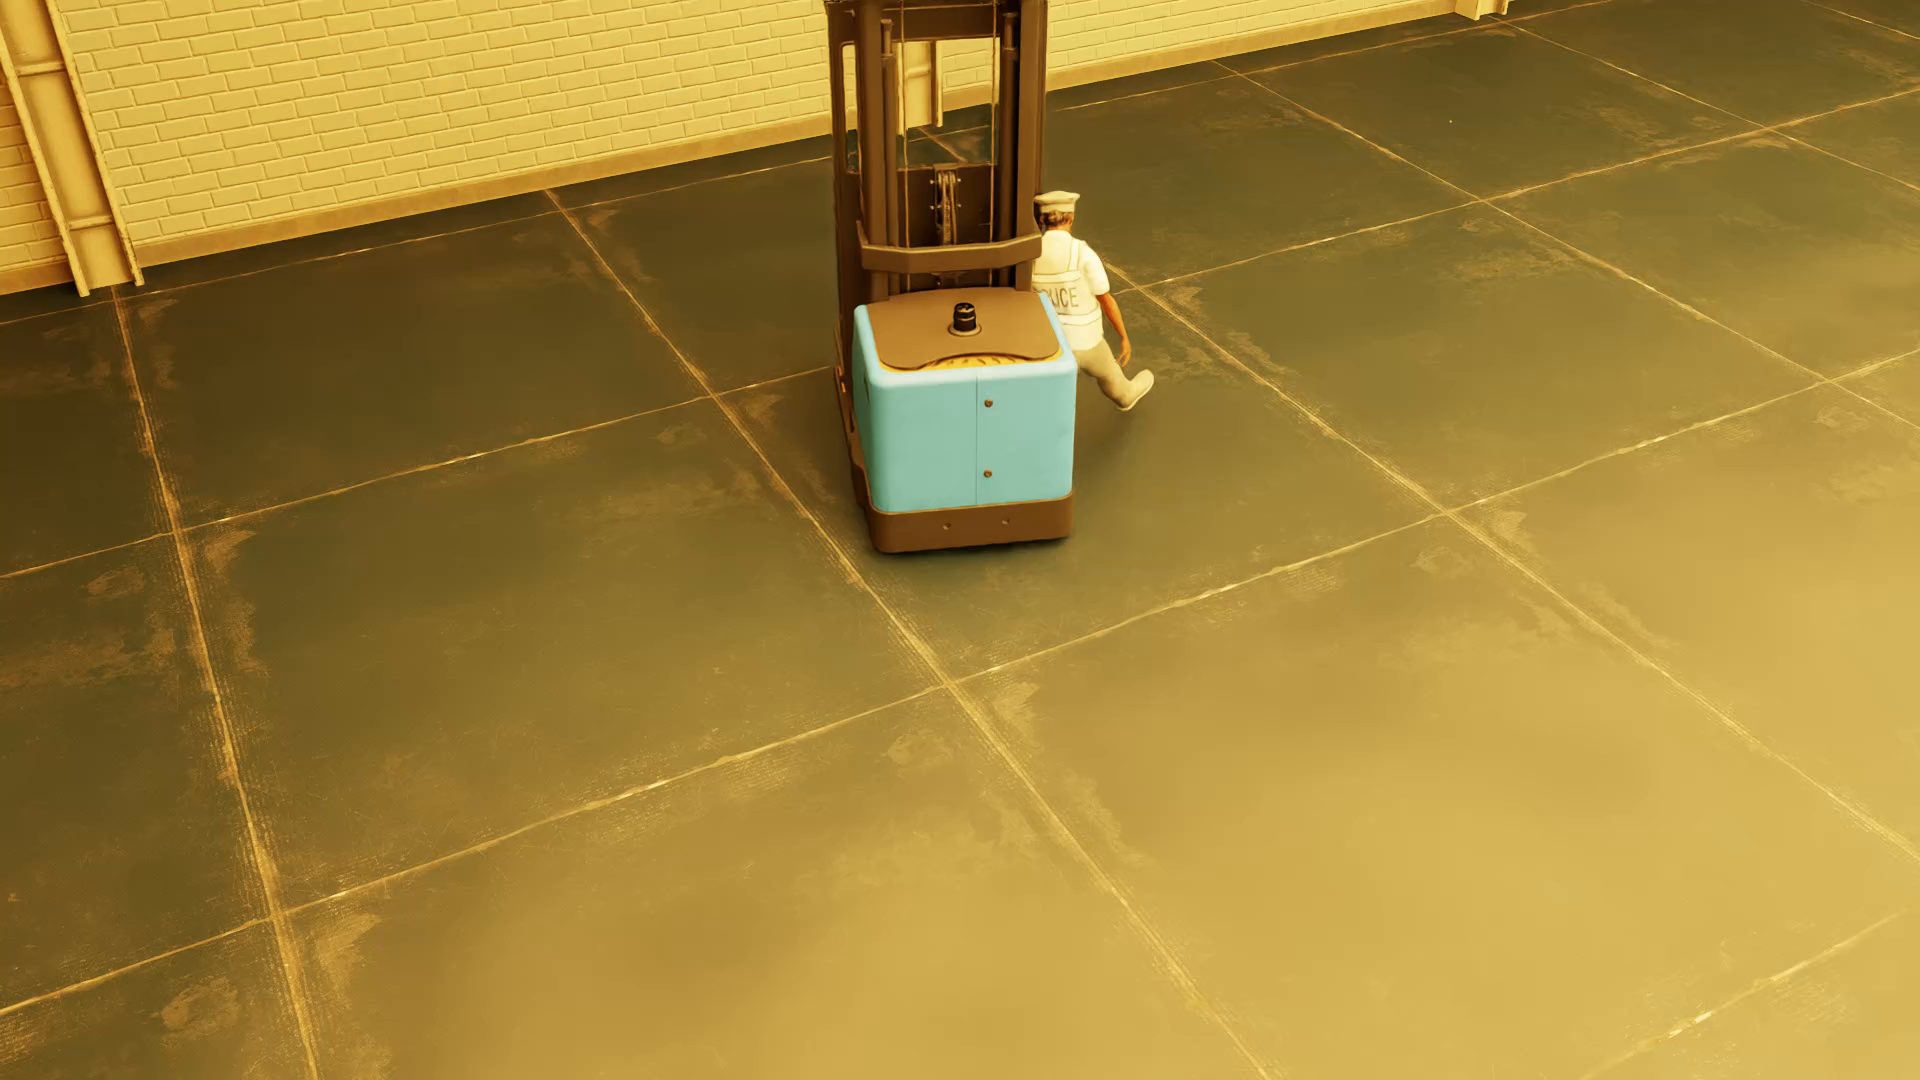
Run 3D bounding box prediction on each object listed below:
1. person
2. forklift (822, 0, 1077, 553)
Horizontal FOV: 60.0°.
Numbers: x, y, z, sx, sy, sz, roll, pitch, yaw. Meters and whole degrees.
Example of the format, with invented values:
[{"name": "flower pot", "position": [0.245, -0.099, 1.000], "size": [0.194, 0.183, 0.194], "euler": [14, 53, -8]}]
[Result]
[{"name": "person", "position": [0.602, -1.246, 9.105], "size": [0.880, 1.492, 1.030], "euler": [17, 39, 23]}, {"name": "forklift", "position": [-0.148, -1.974, 8.916], "size": [1.130, 2.935, 3.031], "euler": [-5, 36, -7]}]
